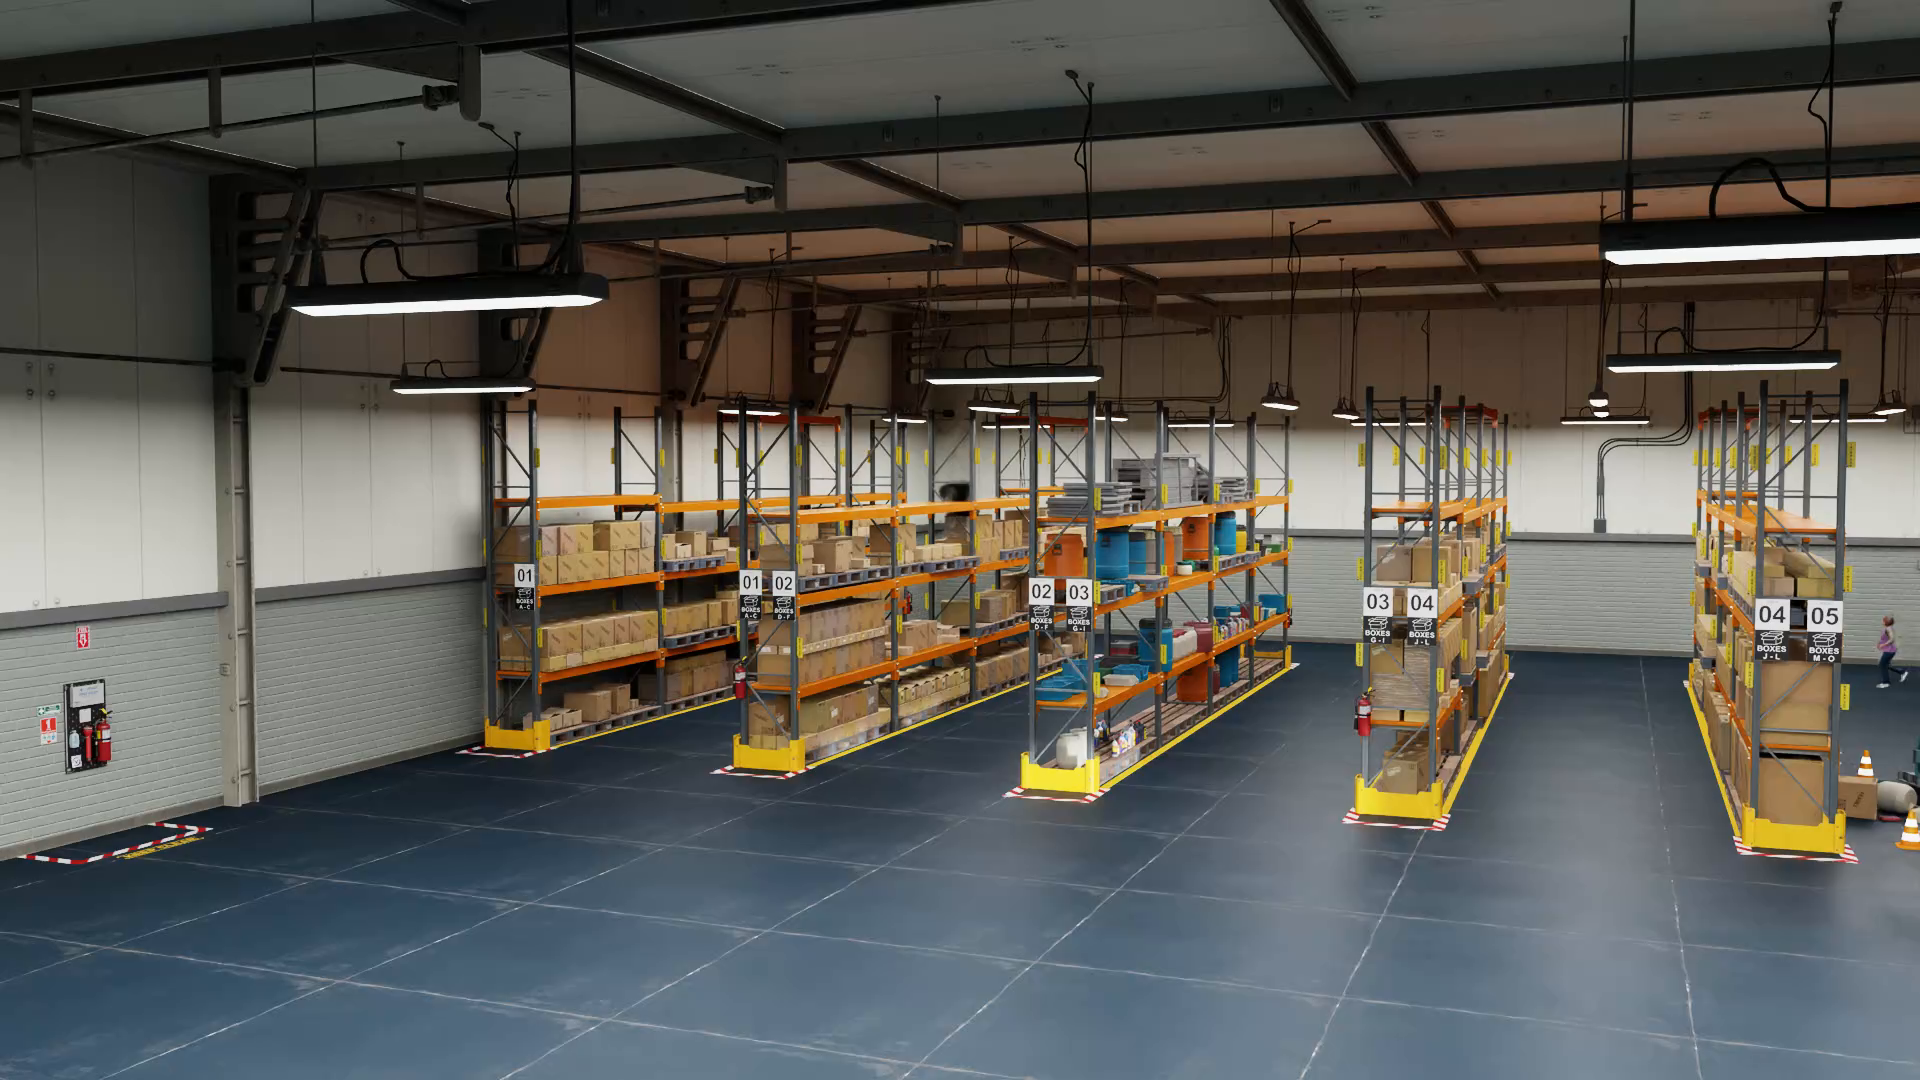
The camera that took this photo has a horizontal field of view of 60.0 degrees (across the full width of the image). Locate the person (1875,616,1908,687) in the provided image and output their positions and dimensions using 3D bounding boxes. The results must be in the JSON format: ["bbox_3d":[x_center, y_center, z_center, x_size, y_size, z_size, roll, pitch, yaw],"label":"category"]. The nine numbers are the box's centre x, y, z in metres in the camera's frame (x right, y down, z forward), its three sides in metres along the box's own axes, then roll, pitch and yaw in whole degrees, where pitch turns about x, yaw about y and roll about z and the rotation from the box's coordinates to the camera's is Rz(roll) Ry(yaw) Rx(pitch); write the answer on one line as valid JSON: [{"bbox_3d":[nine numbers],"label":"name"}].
[{"bbox_3d":[20.299,2.492,36.200,0.614,1.493,0.539,2,3,30],"label":"person"}]
